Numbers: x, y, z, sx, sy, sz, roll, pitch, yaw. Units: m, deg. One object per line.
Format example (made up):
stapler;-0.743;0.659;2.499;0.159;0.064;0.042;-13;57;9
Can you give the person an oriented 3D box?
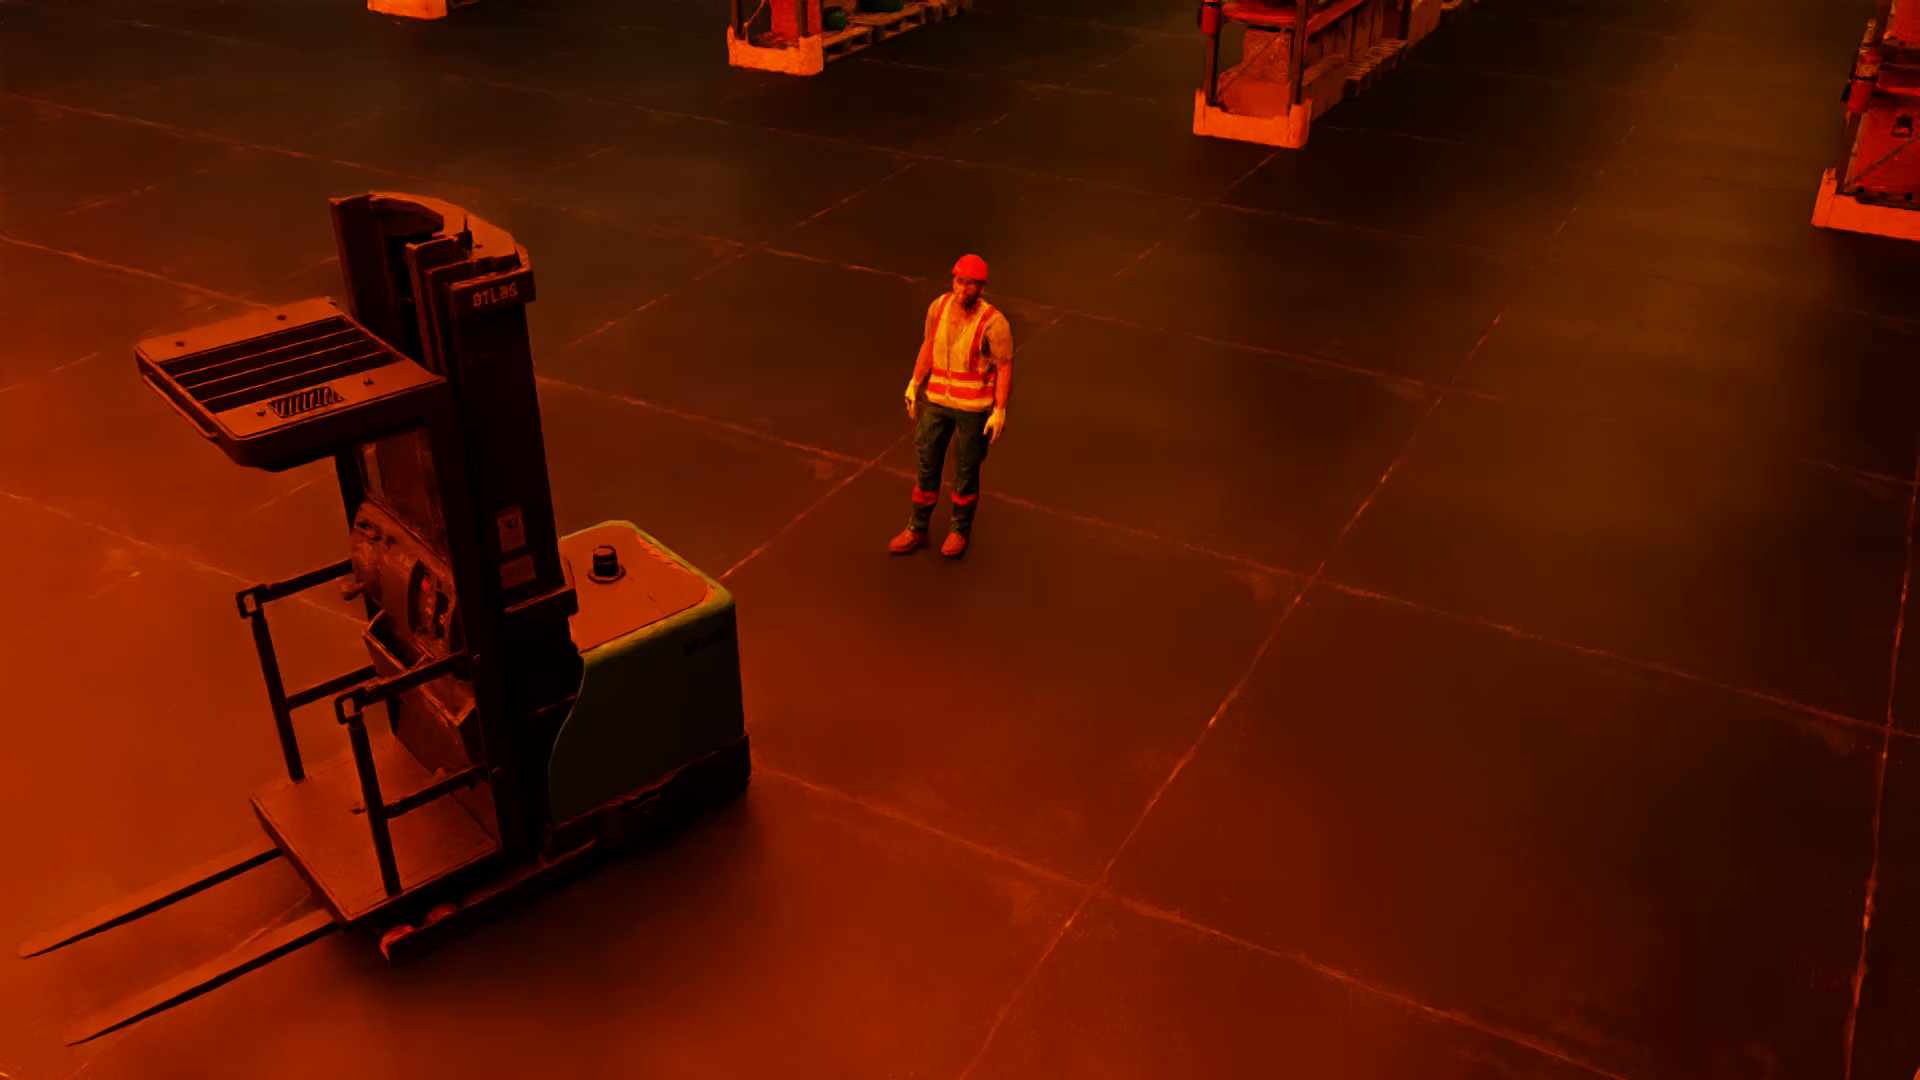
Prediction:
person;-0.048;-0.748;9.496;0.637;1.787;0.563;15;33;25

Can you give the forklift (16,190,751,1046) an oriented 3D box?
forklift;-2.441;0.204;6.717;3.031;2.935;1.130;-24;37;-35
